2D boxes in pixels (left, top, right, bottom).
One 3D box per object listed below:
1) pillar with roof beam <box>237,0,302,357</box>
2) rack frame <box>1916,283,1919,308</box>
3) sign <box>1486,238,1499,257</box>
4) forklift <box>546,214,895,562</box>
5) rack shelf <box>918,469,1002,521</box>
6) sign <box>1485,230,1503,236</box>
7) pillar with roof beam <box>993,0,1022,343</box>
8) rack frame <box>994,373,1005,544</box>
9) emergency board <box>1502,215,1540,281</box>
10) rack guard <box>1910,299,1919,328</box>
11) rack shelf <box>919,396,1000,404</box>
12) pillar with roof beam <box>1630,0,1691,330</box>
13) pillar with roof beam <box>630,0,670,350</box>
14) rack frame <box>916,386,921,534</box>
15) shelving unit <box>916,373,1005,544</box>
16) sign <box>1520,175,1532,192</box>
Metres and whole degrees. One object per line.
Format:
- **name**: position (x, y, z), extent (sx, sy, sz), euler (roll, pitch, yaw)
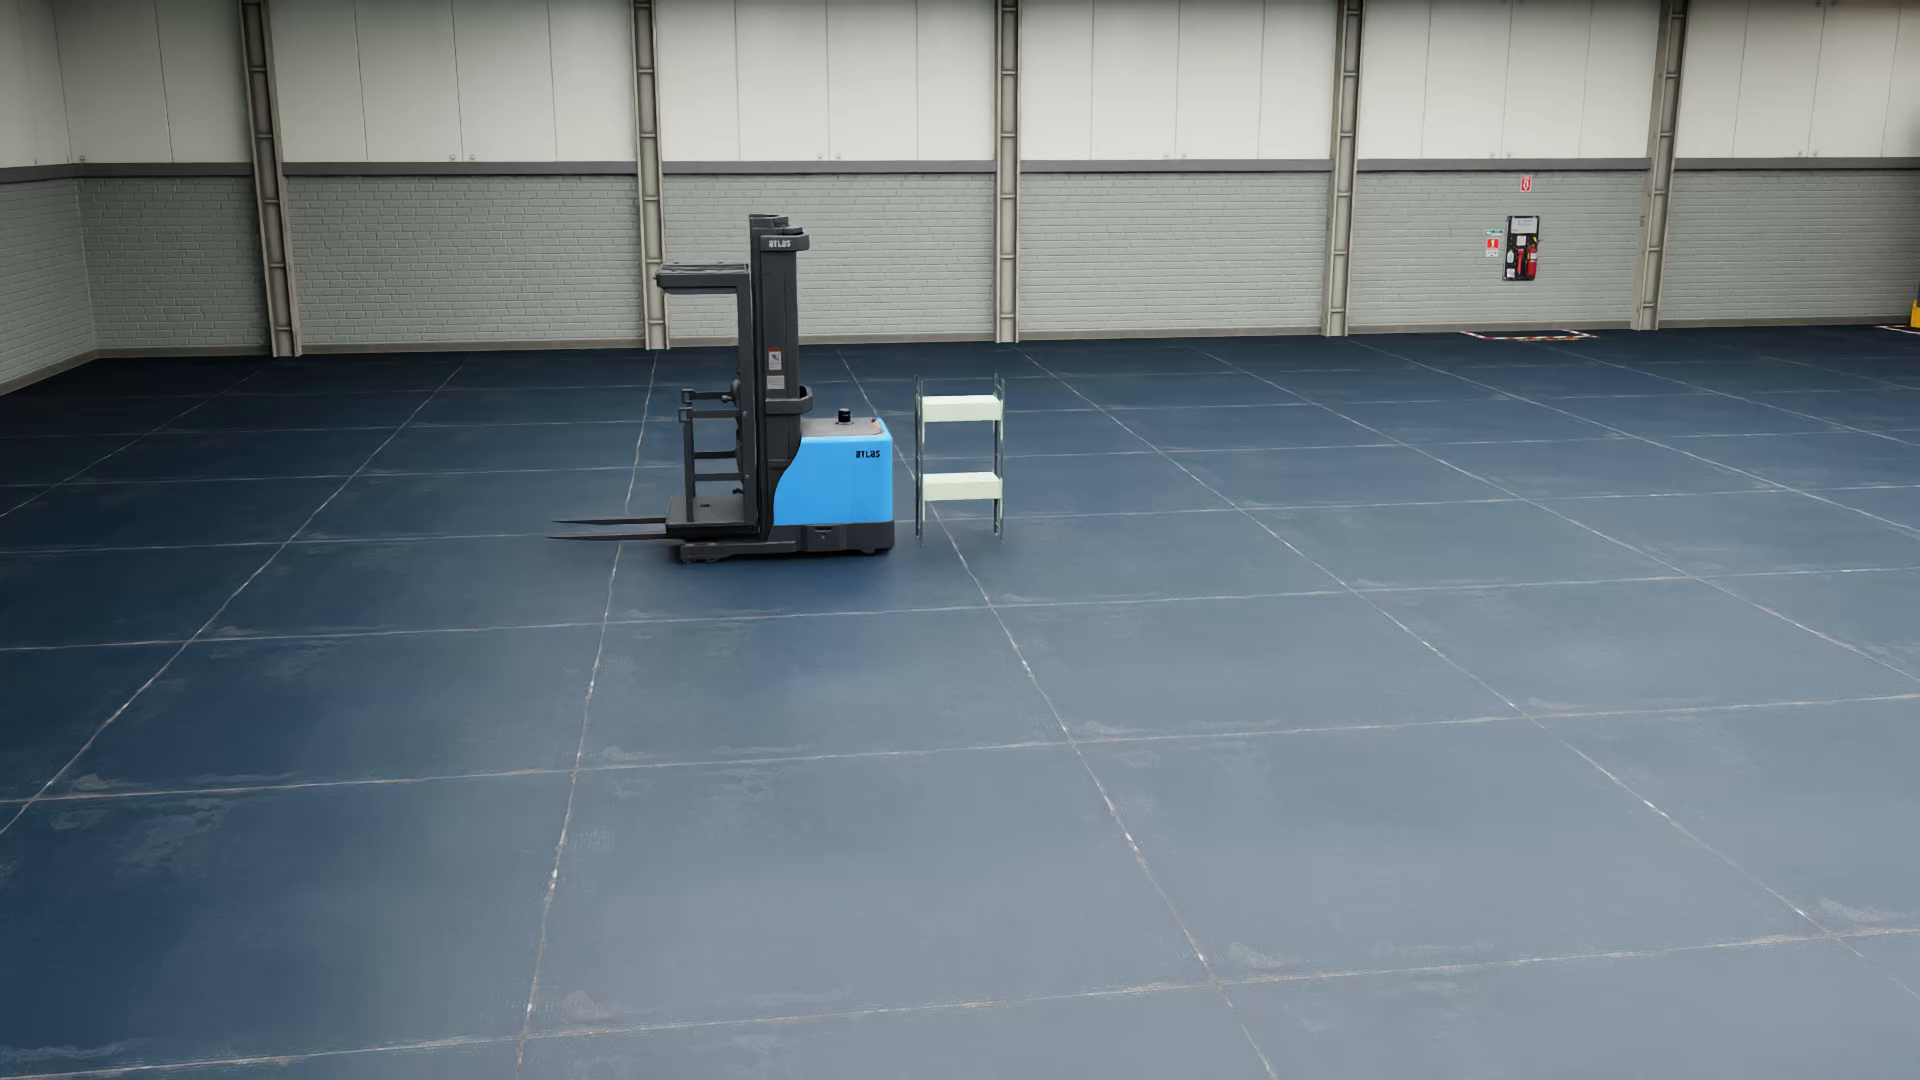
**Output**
- **pillar with roof beam**: position (-10.420, -6.366, 22.136), extent (0.400, 9.000, 9.100), euler (-2, 14, -8)
- **rack frame**: position (18.040, -5.346, 30.399), extent (0.127, 3.000, 1.000), euler (-2, 14, -8)
- **sign**: position (9.659, -5.303, 30.157), extent (0.234, 0.329, 0.001), euler (-2, 14, -8)
- **forklift**: position (-2.140, -1.358, 14.640), extent (3.031, 2.935, 1.130), euler (-2, 14, -7)
- **rack shelf**: position (-0.007, -0.411, 15.146), extent (0.720, 0.370, 0.431), euler (-2, 14, -8)
- **sign**: position (9.665, -5.558, 30.085), extent (0.331, 0.109, 0.001), euler (-2, 14, -8)
- **pillar with roof beam**: position (1.446, -6.801, 23.870), extent (0.400, 9.000, 9.100), euler (-2, 14, -8)
- **rack frame**: position (0.355, -0.740, 15.119), extent (0.023, 1.500, 0.400), euler (-2, 14, -8)
- **emergency board**: position (10.210, -5.285, 30.159), extent (0.626, 1.169, 0.157), euler (-2, 14, -8)
- **rack guard**: position (18.116, -4.136, 30.714), extent (0.348, 0.500, 1.175), euler (-2, 14, -8)
- **rack shelf**: position (-0.007, -1.201, 14.948), extent (0.686, 0.124, 0.368), euler (-2, 14, -8)
- **pillar with roof beam**: position (13.312, -7.236, 25.604), extent (0.400, 9.000, 9.100), euler (-2, 14, -8)
- **pillar with roof beam**: position (-4.487, -6.584, 23.003), extent (0.400, 9.000, 9.100), euler (-2, 14, -8)
- **rack frame**: position (-0.368, -0.714, 15.012), extent (0.010, 1.308, 0.380), euler (-2, 14, -8)
- **shelving unit**: position (-0.003, -0.727, 15.067), extent (0.748, 1.500, 0.431), euler (-2, 14, -8)
- **sign**: position (10.199, -6.429, 29.955), extent (0.199, 0.298, 0.001), euler (-2, 14, -8)
